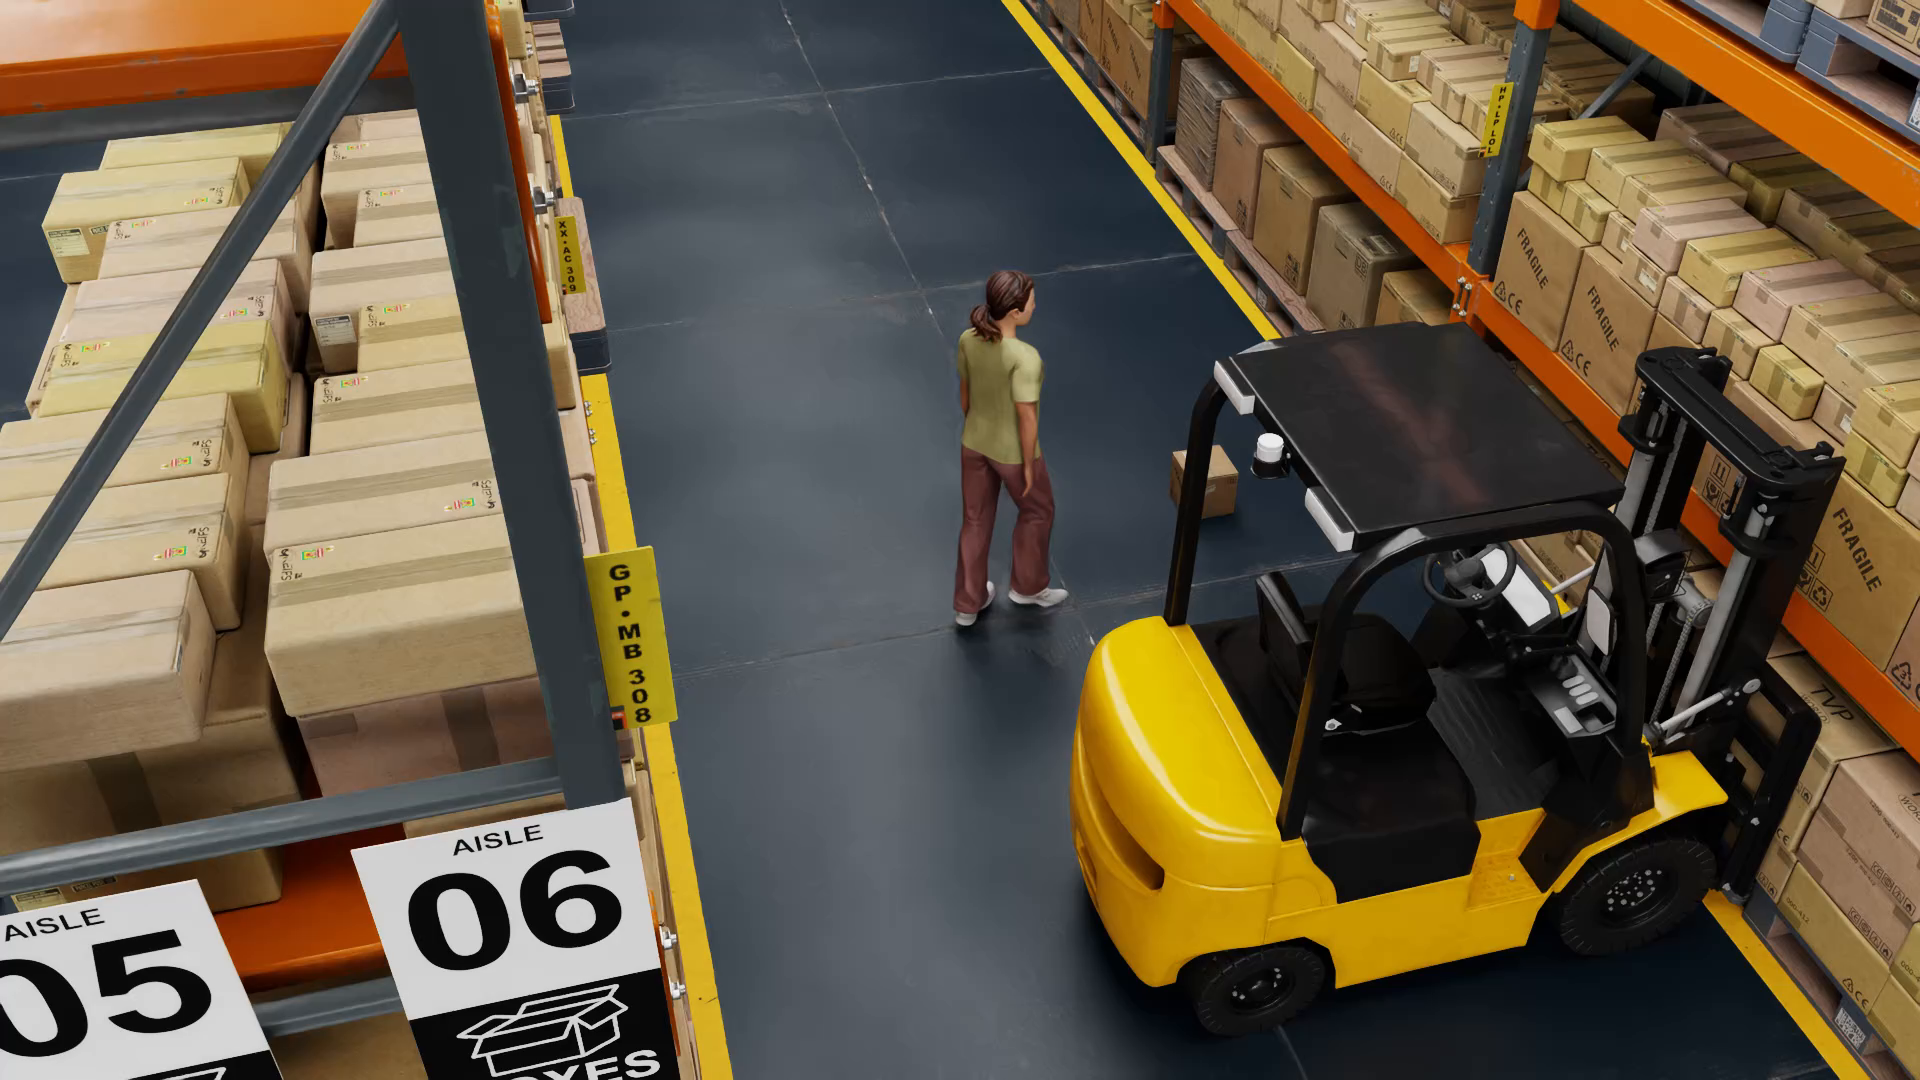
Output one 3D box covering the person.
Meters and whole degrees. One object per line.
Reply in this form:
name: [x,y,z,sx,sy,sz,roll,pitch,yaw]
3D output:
person: [0.167,-0.352,7.176,0.494,1.713,0.523,23,44,26]
